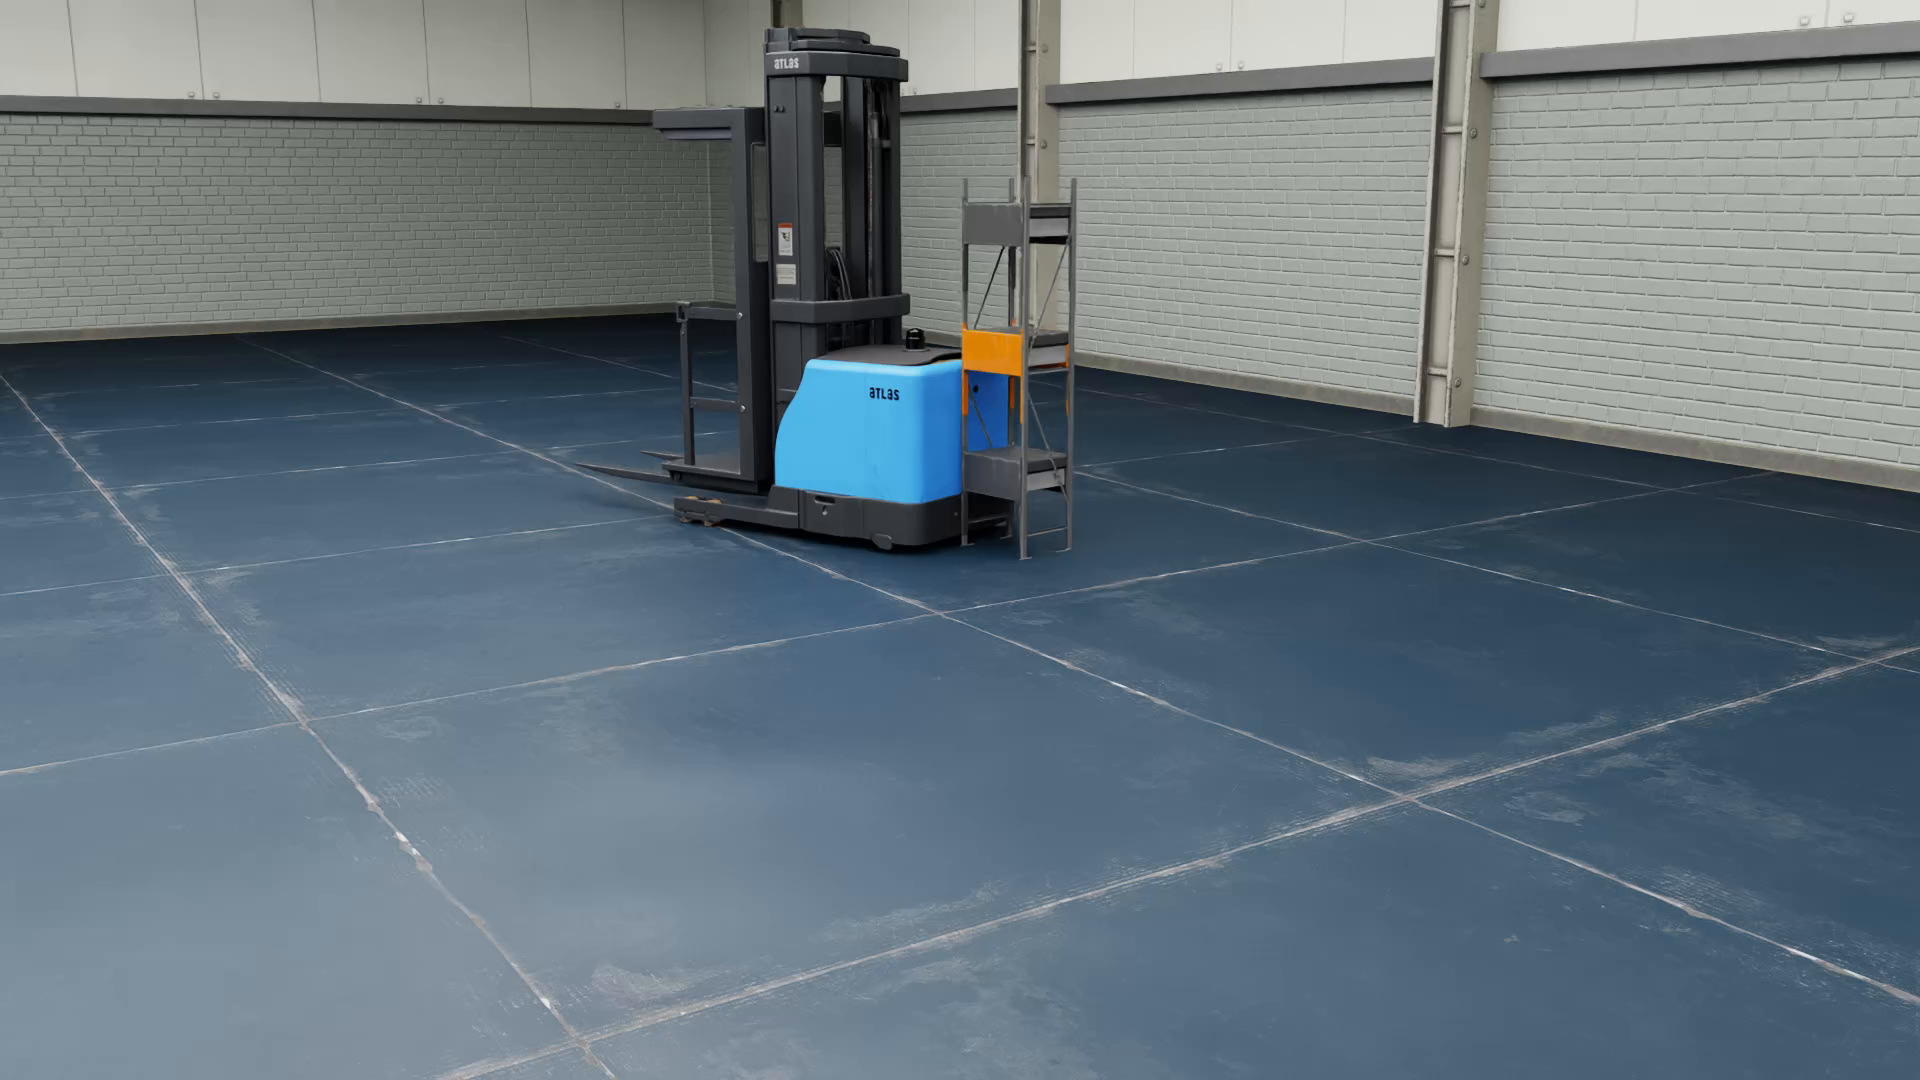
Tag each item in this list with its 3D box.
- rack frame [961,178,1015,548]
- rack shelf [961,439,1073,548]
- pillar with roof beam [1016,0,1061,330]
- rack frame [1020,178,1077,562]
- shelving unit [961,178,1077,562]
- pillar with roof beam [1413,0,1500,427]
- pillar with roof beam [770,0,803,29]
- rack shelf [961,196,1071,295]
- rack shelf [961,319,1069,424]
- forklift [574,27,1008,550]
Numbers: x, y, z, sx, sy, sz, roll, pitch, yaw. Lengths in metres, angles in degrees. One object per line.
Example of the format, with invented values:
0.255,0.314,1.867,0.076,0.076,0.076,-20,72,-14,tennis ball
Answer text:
0.161,-1.012,9.573,0.400,2.100,0.015,-11,17,-41,rack frame
0.326,-0.276,9.550,0.431,0.518,0.480,-11,17,-41,rack shelf
-2.695,-5.974,16.117,9.100,9.000,0.400,-8,15,-33,pillar with roof beam
0.491,-0.935,9.222,0.400,2.100,0.015,-11,17,-41,rack frame
0.326,-0.973,9.397,0.431,2.100,0.503,-11,17,-41,shelving unit
0.630,-4.907,11.237,9.100,9.000,0.400,-8,15,-33,pillar with roof beam
-6.019,-7.041,20.996,9.100,9.000,0.400,-8,15,-33,pillar with roof beam
0.326,-1.644,9.251,0.431,0.518,0.480,-11,17,-41,rack shelf
0.326,-0.960,9.400,0.431,0.518,0.480,-11,17,-41,rack shelf
-1.170,-1.598,10.311,3.031,2.935,1.130,9,15,35,forklift
